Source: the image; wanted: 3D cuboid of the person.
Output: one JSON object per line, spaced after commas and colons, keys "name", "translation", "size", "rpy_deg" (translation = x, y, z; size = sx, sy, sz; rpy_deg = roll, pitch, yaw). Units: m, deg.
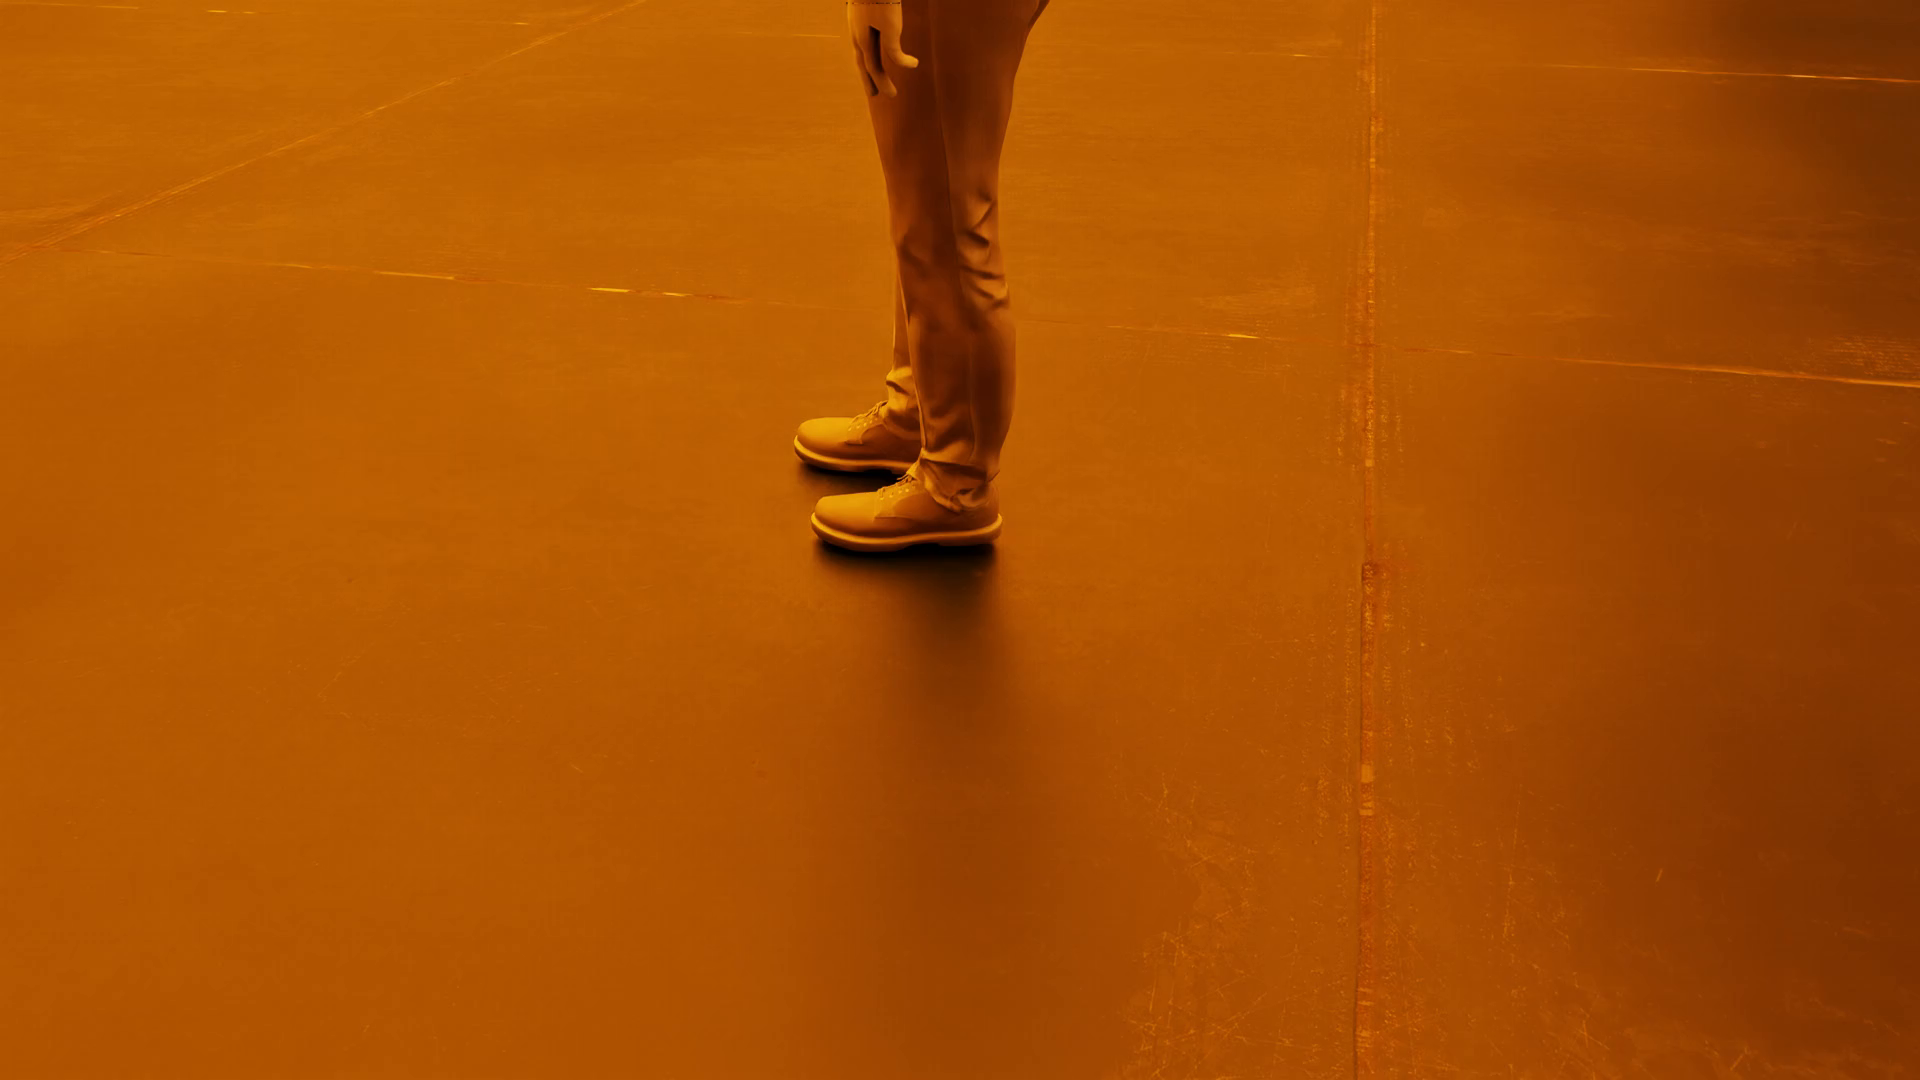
{"name": "person", "translation": [-0.064, -0.773, 2.134], "size": [0.534, 1.696, 0.587], "rpy_deg": [6, 27, 11]}
